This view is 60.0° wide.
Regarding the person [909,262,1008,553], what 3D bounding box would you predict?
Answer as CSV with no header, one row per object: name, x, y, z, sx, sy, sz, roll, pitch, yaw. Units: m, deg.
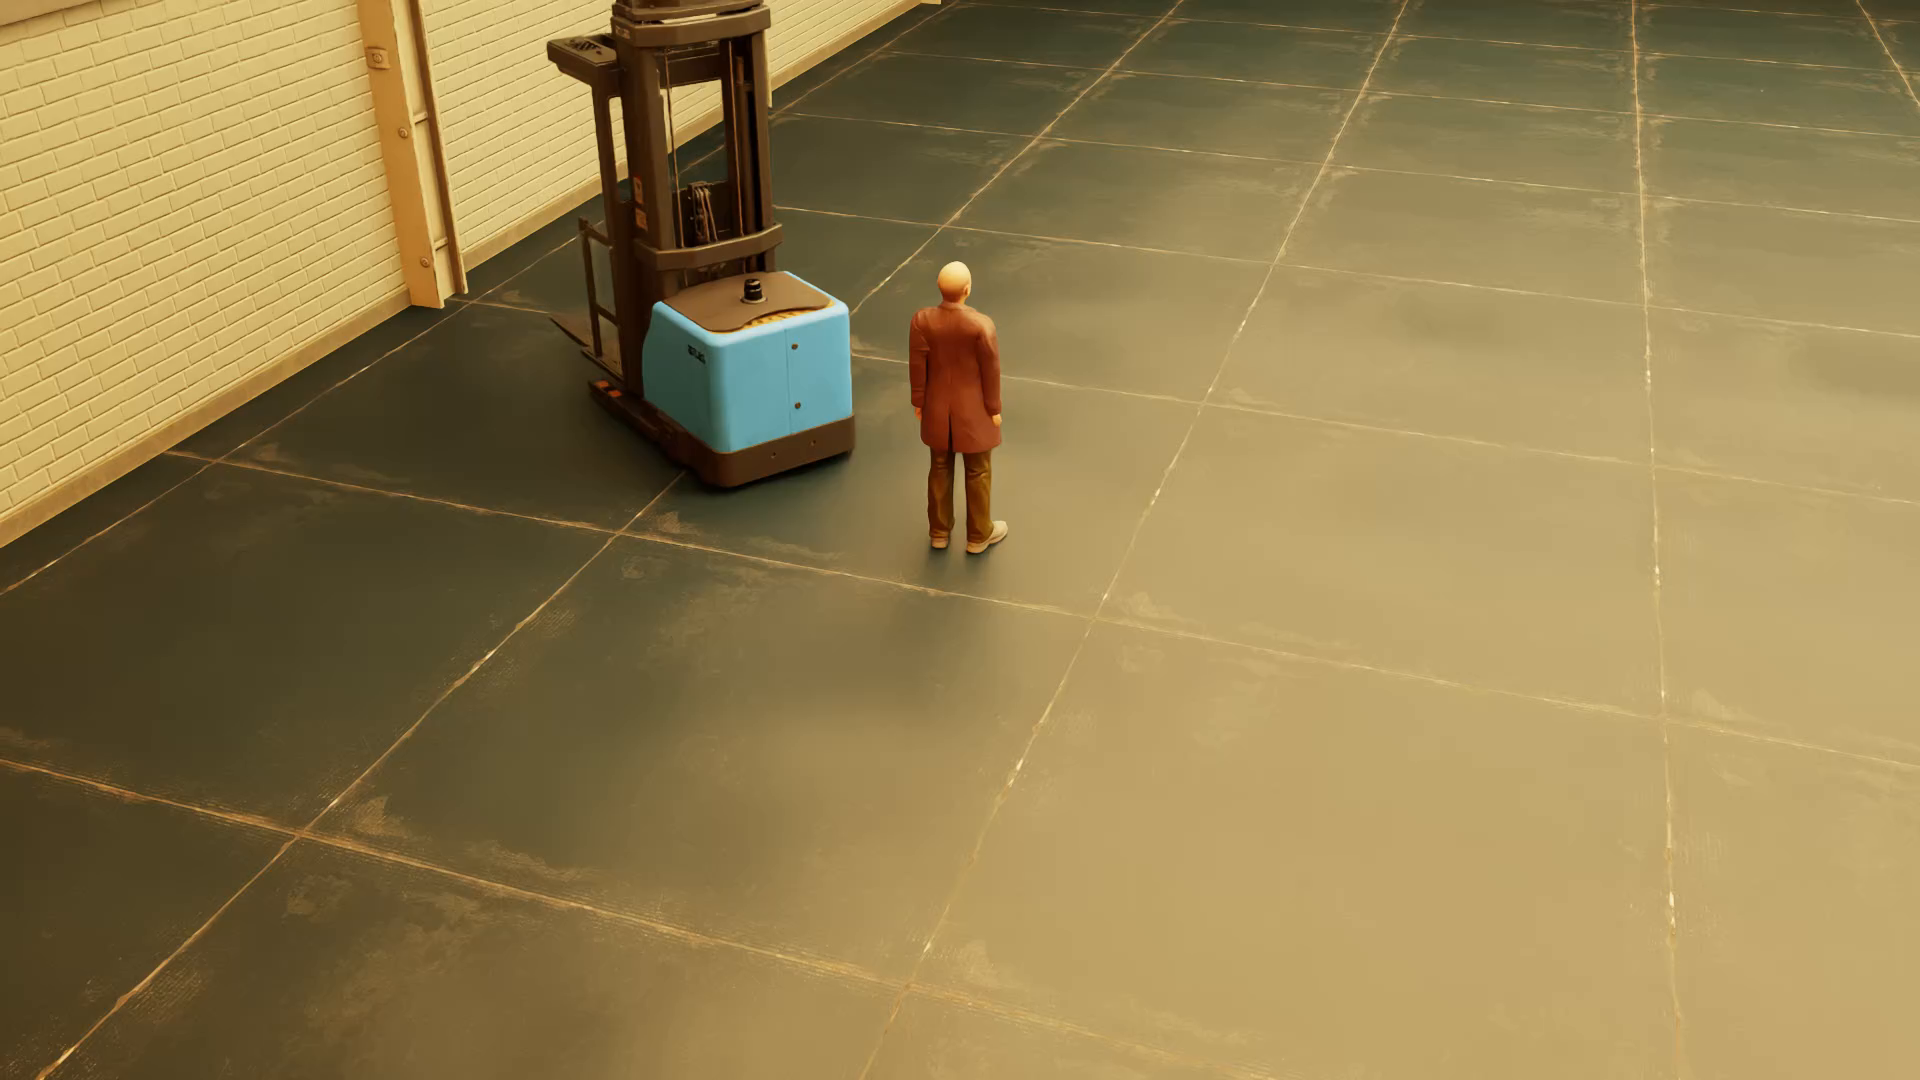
person,-0.004,-0.785,9.674,0.551,1.782,0.390,10,31,16

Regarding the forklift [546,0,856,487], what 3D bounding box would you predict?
forklift,-1.968,-2.283,11.142,1.130,2.935,3.031,-20,35,-31
